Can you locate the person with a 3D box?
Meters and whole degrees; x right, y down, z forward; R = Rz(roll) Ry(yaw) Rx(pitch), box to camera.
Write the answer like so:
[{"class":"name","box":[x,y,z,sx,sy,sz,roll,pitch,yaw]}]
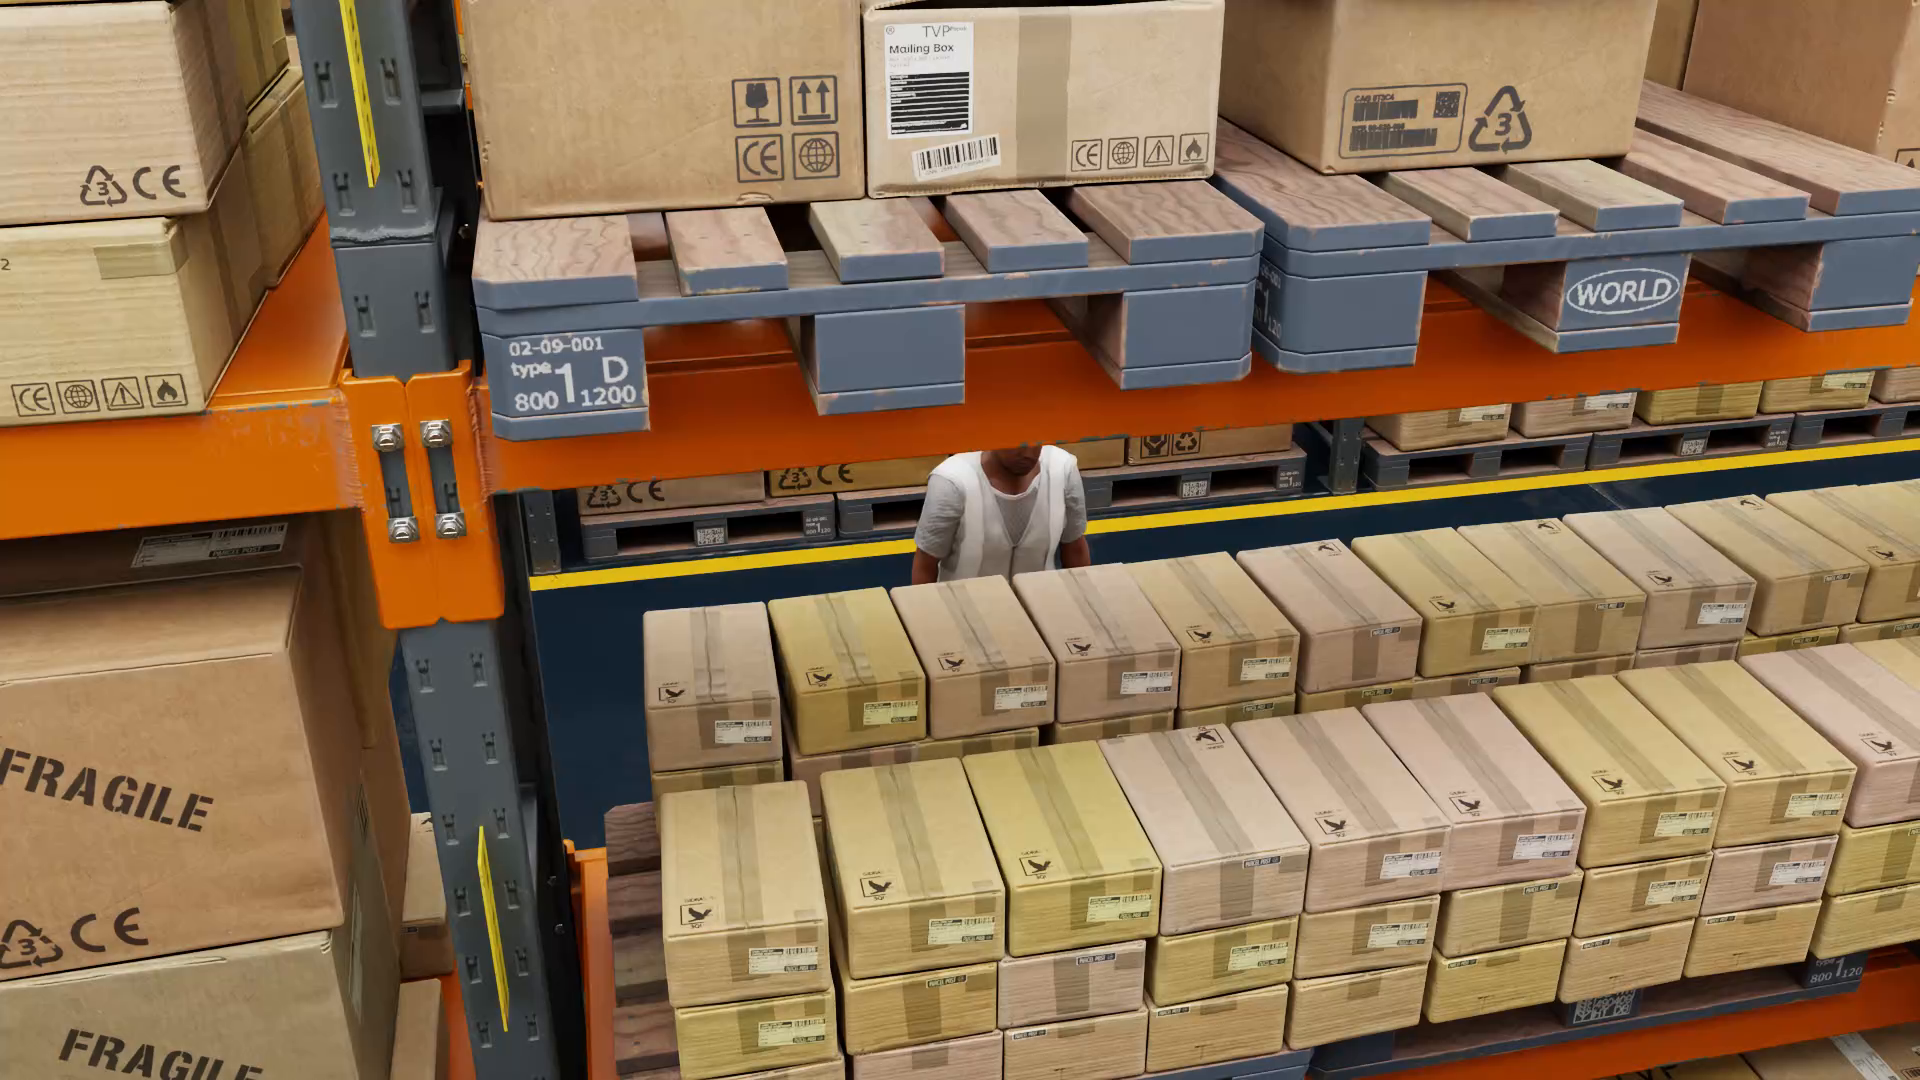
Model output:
[{"class":"person","box":[0.141,0.286,5.526,0.626,1.776,0.443,-7,27,-14]}]
